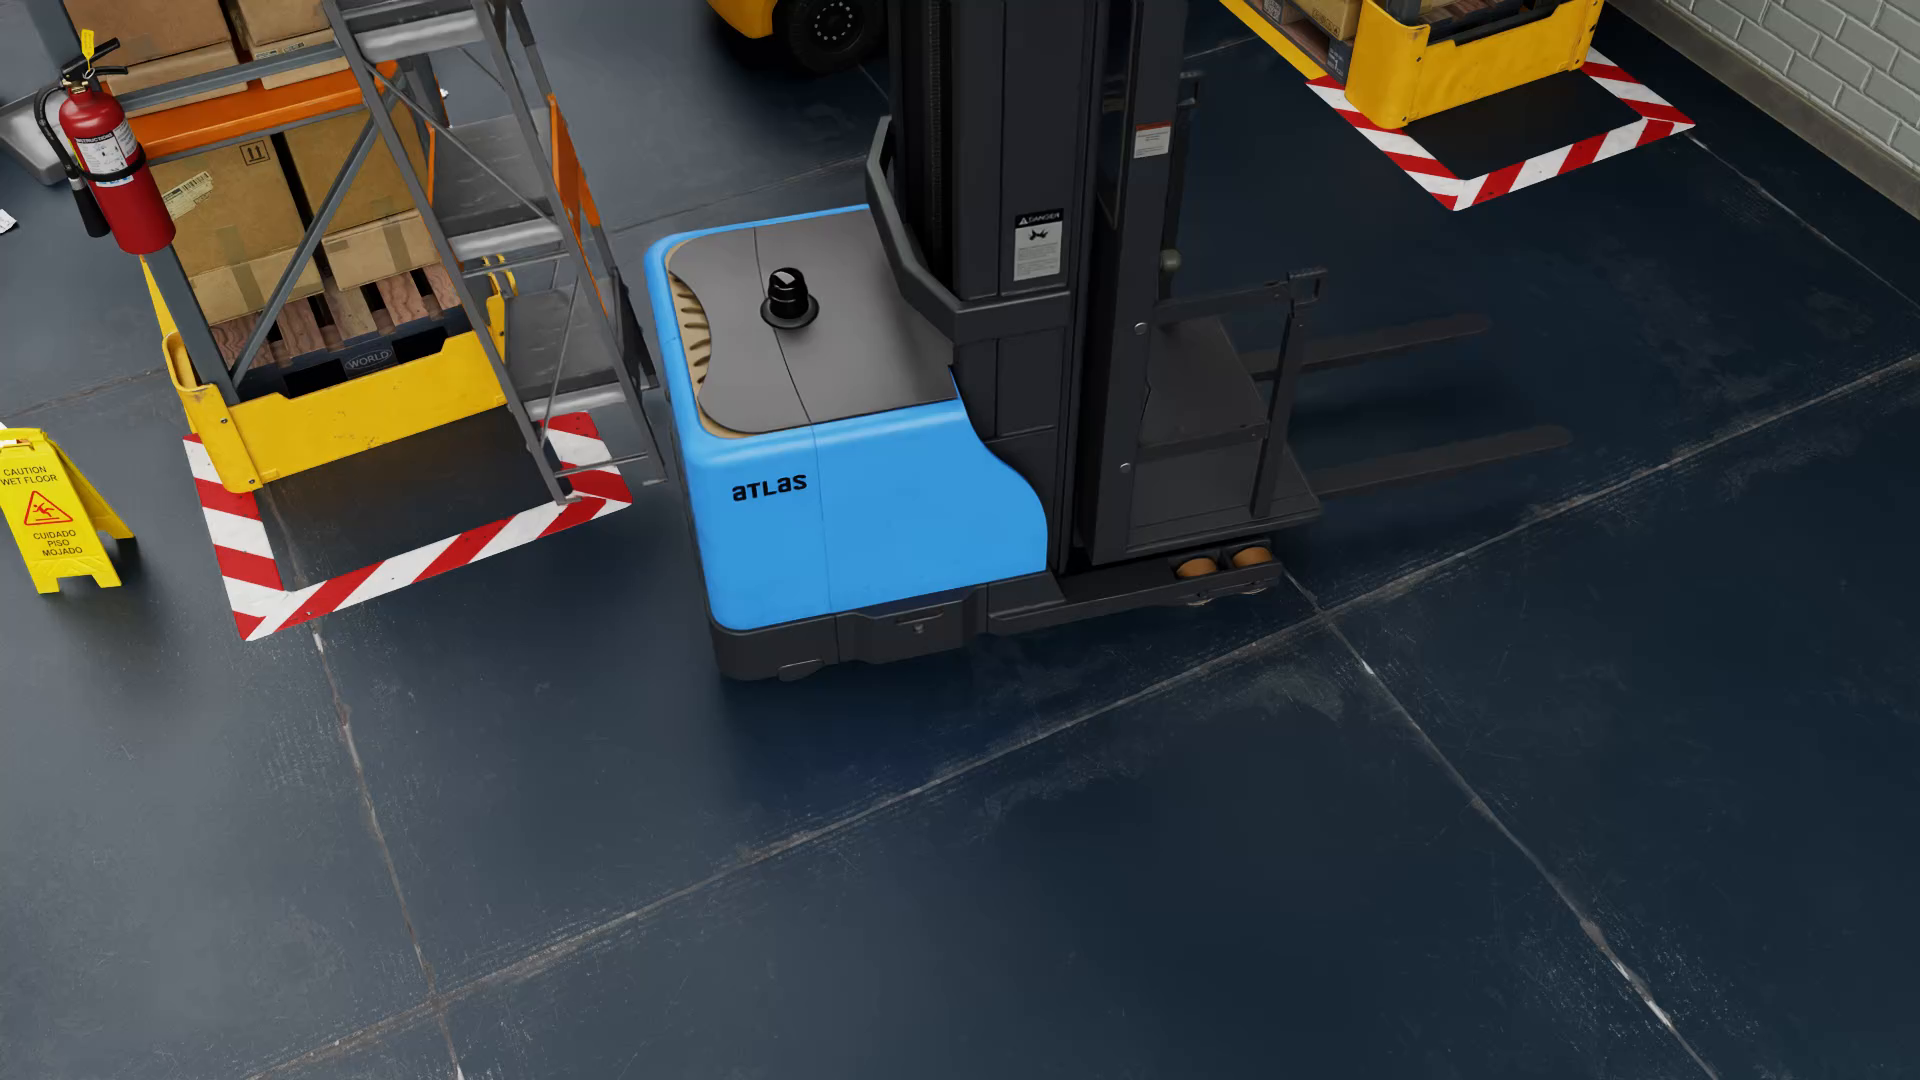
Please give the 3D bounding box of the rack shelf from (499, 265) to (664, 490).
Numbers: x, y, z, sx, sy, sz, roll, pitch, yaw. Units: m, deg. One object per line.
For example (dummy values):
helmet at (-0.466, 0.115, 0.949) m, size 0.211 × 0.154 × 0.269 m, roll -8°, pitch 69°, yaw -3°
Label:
rack shelf at (-1.307, -0.562, 5.758) m, size 0.431 × 0.518 × 0.480 m, roll -13°, pitch 50°, yaw -1°

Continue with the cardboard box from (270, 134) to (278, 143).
cardboard box at (-2.725, -1.974, 7.032) m, size 0.500 × 0.250 × 0.500 m, roll -18°, pitch 51°, yaw -15°

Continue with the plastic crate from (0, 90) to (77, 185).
plastic crate at (-3.955, -1.784, 7.257) m, size 0.583 × 0.080 × 0.402 m, roll 35°, pitch 57°, yaw 27°

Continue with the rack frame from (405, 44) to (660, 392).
rack frame at (-1.439, -1.197, 5.374) m, size 0.400 × 2.100 × 0.015 m, roll -13°, pitch 50°, yaw -1°

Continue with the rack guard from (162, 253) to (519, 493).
rack guard at (-2.149, -0.629, 5.968) m, size 1.175 × 0.500 × 0.348 m, roll -21°, pitch 52°, yaw -18°

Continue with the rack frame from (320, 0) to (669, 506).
rack frame at (-1.350, -0.836, 5.057) m, size 0.400 × 2.100 × 0.015 m, roll -13°, pitch 50°, yaw -1°

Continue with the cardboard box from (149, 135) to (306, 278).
cardboard box at (-2.712, -1.327, 5.968) m, size 0.500 × 0.500 × 0.500 m, roll -21°, pitch 52°, yaw -17°

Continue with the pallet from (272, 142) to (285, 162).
pallet at (-3.043, -1.905, 7.276) m, size 1.003 × 0.211 × 1.213 m, roll -21°, pitch 52°, yaw -18°

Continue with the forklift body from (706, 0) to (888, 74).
forklift body at (-0.192, -3.475, 7.360) m, size 2.313 × 2.155 × 1.214 m, roll -21°, pitch 52°, yaw -18°

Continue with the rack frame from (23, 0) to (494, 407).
rack frame at (-2.114, -1.401, 4.983) m, size 1.000 × 3.000 × 0.127 m, roll -21°, pitch 52°, yaw -18°

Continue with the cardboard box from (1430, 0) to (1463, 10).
cardboard box at (2.247, -2.742, 7.703) m, size 0.500 × 0.250 × 0.500 m, roll -21°, pitch 52°, yaw -17°

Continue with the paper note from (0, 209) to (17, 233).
paper note at (-3.997, -1.311, 6.877) m, size 0.148 × 0.019 × 0.142 m, roll 35°, pitch 57°, yaw 27°

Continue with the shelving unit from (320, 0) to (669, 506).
shelving unit at (-1.394, -1.017, 5.216) m, size 0.431 × 2.100 × 0.503 m, roll -13°, pitch 50°, yaw -1°

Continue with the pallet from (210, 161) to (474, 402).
pallet at (-2.489, -1.090, 6.563) m, size 1.003 × 0.211 × 1.213 m, roll -21°, pitch 52°, yaw -18°

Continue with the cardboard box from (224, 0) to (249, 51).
cardboard box at (-2.214, -1.781, 5.482) m, size 0.380 × 0.149 × 0.250 m, roll -20°, pitch 52°, yaw -17°

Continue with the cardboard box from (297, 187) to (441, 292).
cardboard box at (-2.237, -1.269, 6.415) m, size 0.500 × 0.250 × 0.500 m, roll -22°, pitch 52°, yaw -18°

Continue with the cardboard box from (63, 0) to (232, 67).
cardboard box at (-2.607, -1.800, 5.068) m, size 0.500 × 0.500 × 0.500 m, roll -22°, pitch 52°, yaw -18°

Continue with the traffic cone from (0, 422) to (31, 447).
traffic cone at (-3.458, -0.409, 5.801) m, size 0.336 × 0.463 × 0.334 m, roll -21°, pitch 52°, yaw -18°

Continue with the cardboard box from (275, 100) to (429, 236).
cardboard box at (-2.249, -1.532, 6.146) m, size 0.500 × 0.500 × 0.500 m, roll -23°, pitch 53°, yaw -19°

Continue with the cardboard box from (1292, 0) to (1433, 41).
cardboard box at (1.802, -2.552, 7.537) m, size 0.500 × 0.250 × 0.500 m, roll -21°, pitch 52°, yaw -17°

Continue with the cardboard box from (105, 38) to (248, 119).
cardboard box at (-2.475, -1.495, 5.232) m, size 0.380 × 0.149 × 0.250 m, roll -20°, pitch 52°, yaw -16°

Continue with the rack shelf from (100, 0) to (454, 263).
rack shelf at (-3.029, -2.503, 6.424) m, size 1.077 × 0.370 × 4.000 m, roll -21°, pitch 52°, yaw -18°

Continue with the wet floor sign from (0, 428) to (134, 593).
wet floor sign at (-2.978, -0.130, 5.435) m, size 0.267 × 0.644 × 0.232 m, roll -5°, pitch 49°, yaw -5°

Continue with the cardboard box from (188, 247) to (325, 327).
cardboard box at (-2.734, -1.098, 6.266) m, size 0.500 × 0.250 × 0.500 m, roll -21°, pitch 52°, yaw -18°

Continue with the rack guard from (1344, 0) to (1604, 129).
rack guard at (2.309, -2.274, 7.407) m, size 1.175 × 0.500 × 0.348 m, roll -21°, pitch 52°, yaw -18°

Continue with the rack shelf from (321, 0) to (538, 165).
rack shelf at (-1.478, -1.454, 4.694) m, size 0.431 × 0.518 × 0.480 m, roll -13°, pitch 50°, yaw -1°

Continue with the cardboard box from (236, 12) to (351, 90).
cardboard box at (-2.085, -1.617, 5.338) m, size 0.380 × 0.149 × 0.250 m, roll -21°, pitch 52°, yaw -17°

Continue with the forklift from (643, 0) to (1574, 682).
forklift at (0.581, -1.123, 4.785) m, size 3.031 × 2.935 × 1.130 m, roll -11°, pitch 50°, yaw -10°

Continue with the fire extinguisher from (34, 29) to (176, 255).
fire extinguisher at (-2.471, -1.140, 4.806) m, size 0.296 × 0.674 × 0.183 m, roll -21°, pitch 52°, yaw -18°

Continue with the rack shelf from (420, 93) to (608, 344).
rack shelf at (-1.392, -1.008, 5.226) m, size 0.431 × 0.518 × 0.480 m, roll -13°, pitch 50°, yaw -1°

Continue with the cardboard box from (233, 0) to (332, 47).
cardboard box at (-2.084, -1.944, 5.194) m, size 0.500 × 0.500 × 0.500 m, roll -22°, pitch 52°, yaw -18°

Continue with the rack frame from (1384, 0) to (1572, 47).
rack frame at (2.298, -3.113, 6.480) m, size 1.000 × 3.000 × 0.127 m, roll -21°, pitch 52°, yaw -18°

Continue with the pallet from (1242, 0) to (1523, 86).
pallet at (1.911, -2.693, 7.965) m, size 1.003 × 0.211 × 1.213 m, roll -21°, pitch 52°, yaw -18°

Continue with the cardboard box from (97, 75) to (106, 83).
cardboard box at (-2.690, -1.626, 5.346) m, size 0.380 × 0.149 × 0.250 m, roll -22°, pitch 52°, yaw -18°
